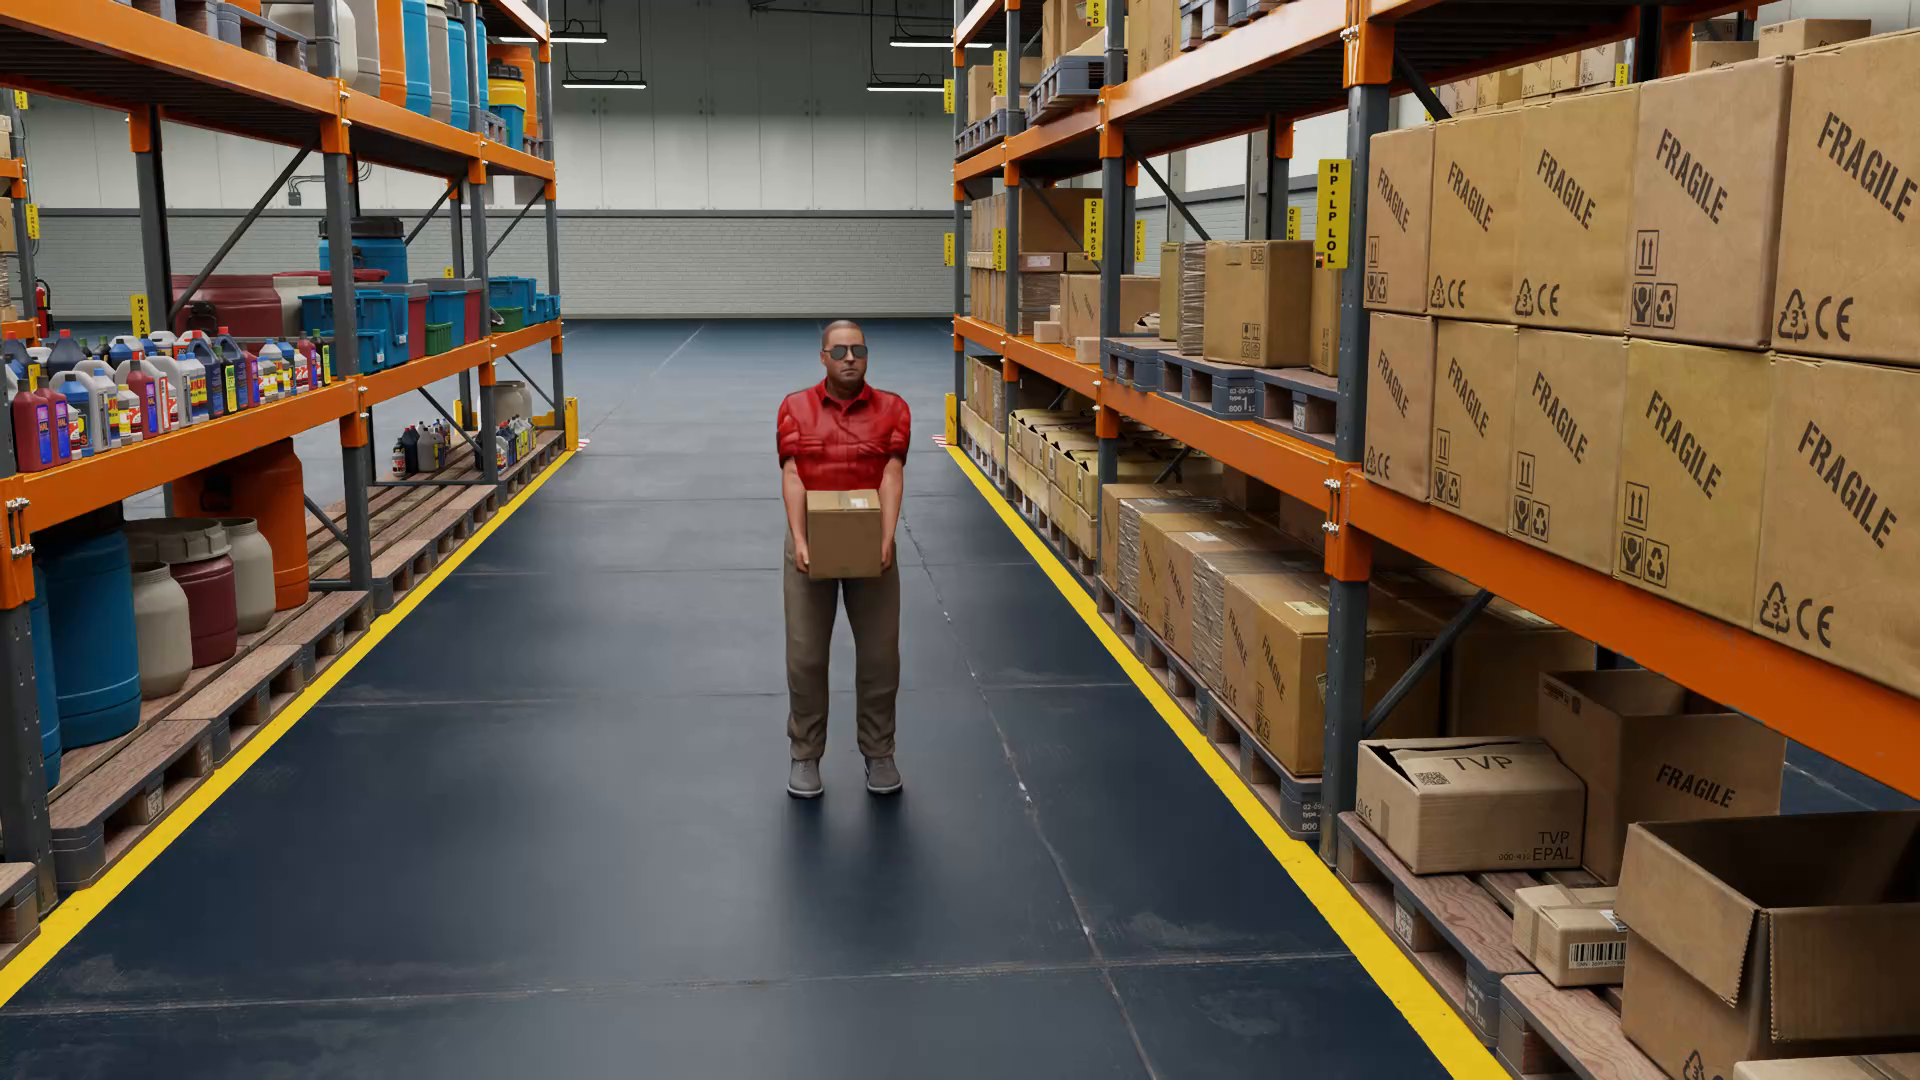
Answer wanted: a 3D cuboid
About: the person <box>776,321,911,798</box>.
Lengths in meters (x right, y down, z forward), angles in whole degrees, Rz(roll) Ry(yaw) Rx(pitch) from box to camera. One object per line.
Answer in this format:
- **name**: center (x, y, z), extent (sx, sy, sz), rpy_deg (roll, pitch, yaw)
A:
- **person**: center (-0.410, 0.081, 6.017), extent (0.490, 1.725, 0.521), rpy_deg (-1, 10, -6)
